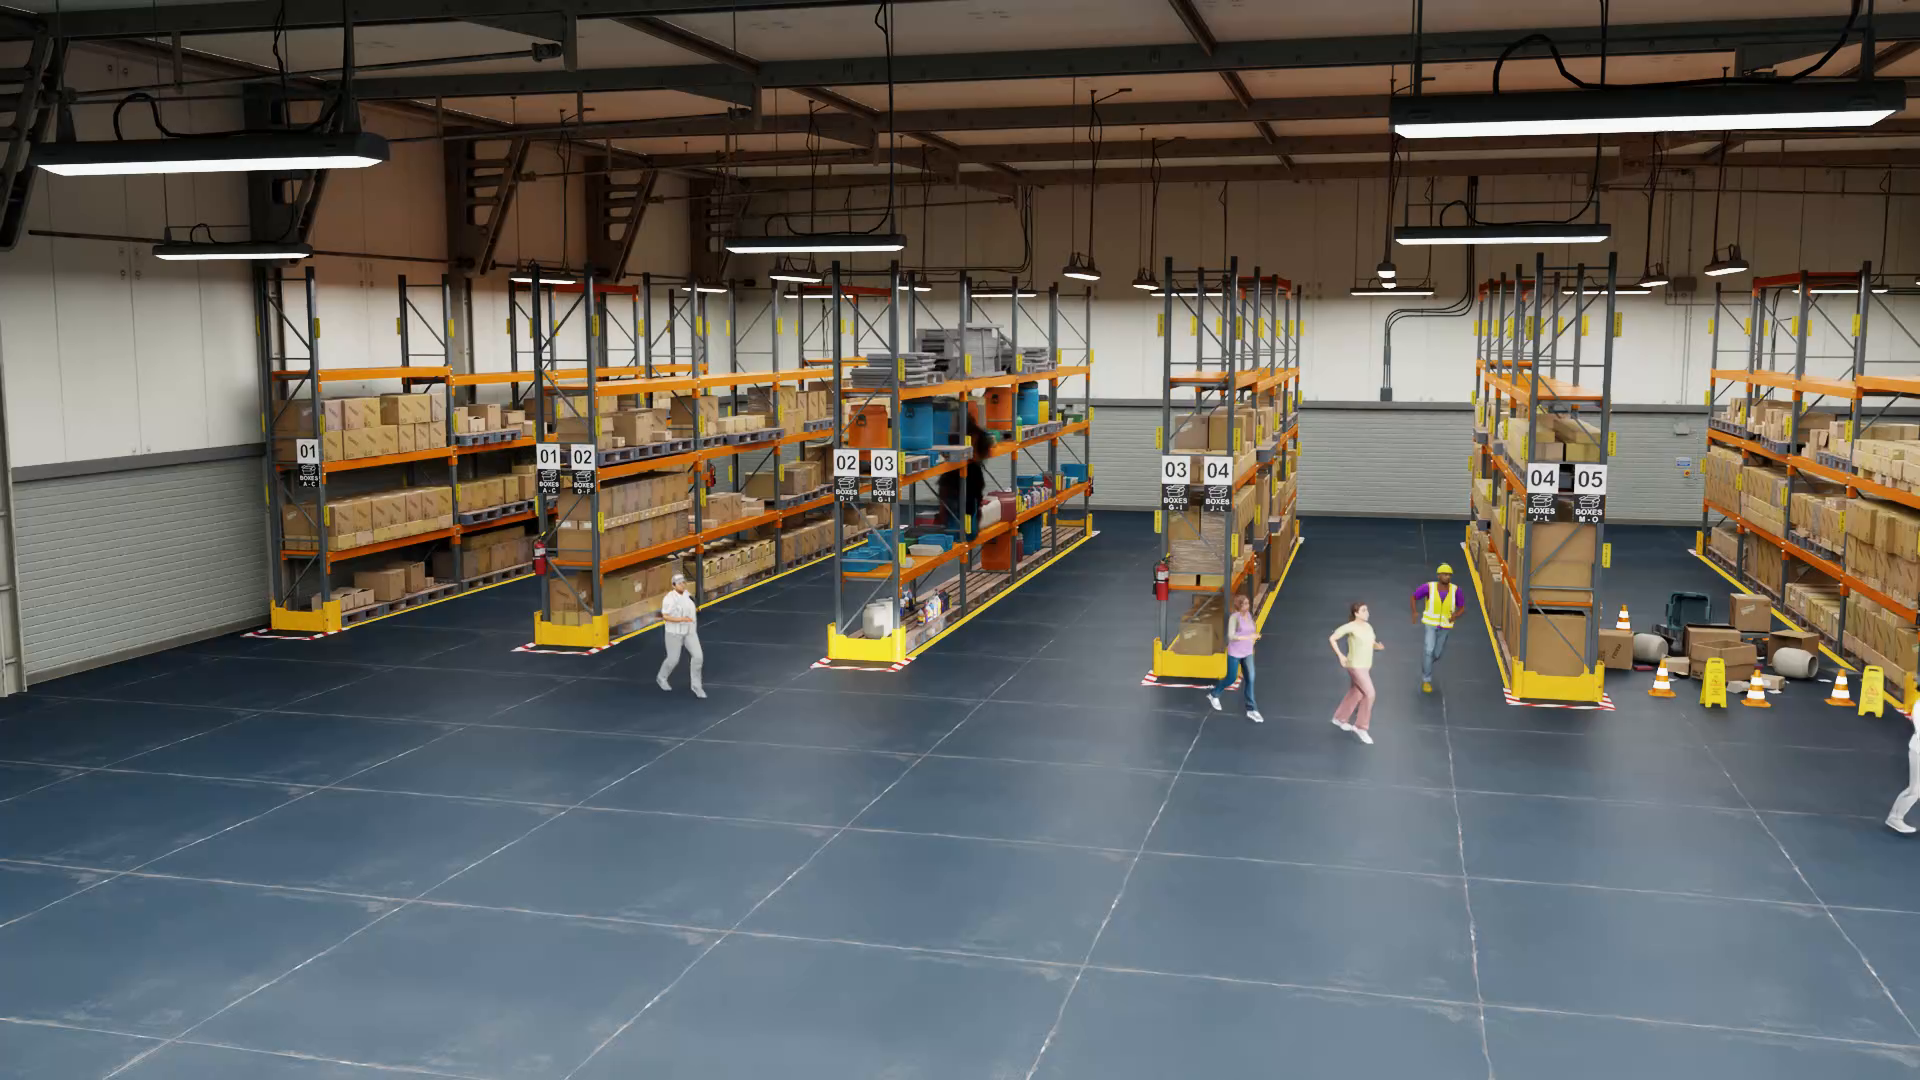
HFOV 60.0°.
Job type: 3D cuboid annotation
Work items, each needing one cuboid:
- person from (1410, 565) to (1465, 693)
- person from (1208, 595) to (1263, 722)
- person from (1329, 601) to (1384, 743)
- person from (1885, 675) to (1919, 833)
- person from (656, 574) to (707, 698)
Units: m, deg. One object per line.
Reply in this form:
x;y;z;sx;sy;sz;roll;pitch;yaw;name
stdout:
6.689;1.209;23.295;0.738;1.765;0.877;1;7;4;person
3.566;1.482;21.368;0.533;1.595;0.887;-6;9;-38;person
4.870;1.598;20.384;0.544;1.725;0.732;-7;10;-43;person
9.500;2.112;16.282;0.579;1.718;0.695;-4;9;-32;person
-3.841;1.307;22.800;0.844;1.710;0.607;7;10;43;person
